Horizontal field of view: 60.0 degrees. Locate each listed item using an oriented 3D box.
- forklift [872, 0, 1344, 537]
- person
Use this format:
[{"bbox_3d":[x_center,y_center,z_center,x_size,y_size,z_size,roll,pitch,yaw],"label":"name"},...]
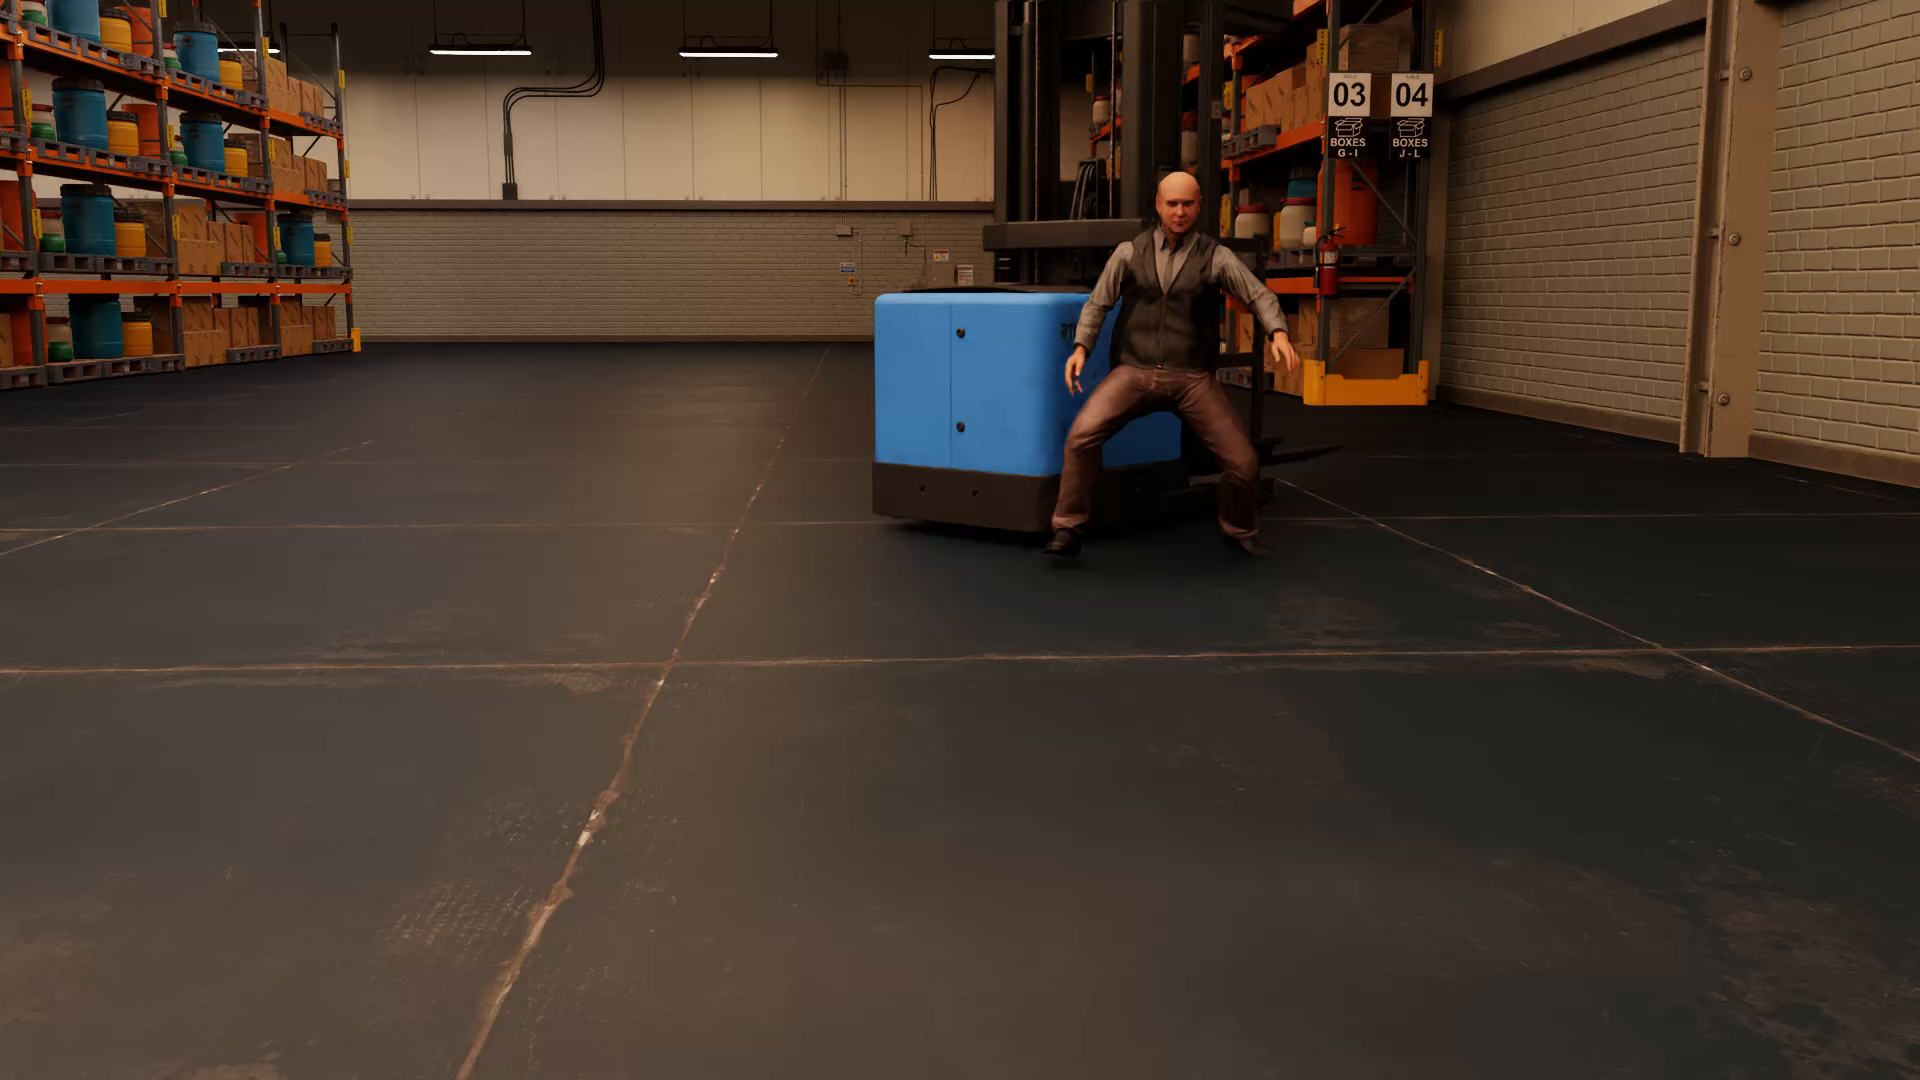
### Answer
[{"bbox_3d":[0.931,-1.622,8.258,1.130,2.935,3.031,7,11,40],"label":"forklift"},{"bbox_3d":[0.868,-0.667,6.703,0.975,1.609,0.812,2,9,10],"label":"person"}]
